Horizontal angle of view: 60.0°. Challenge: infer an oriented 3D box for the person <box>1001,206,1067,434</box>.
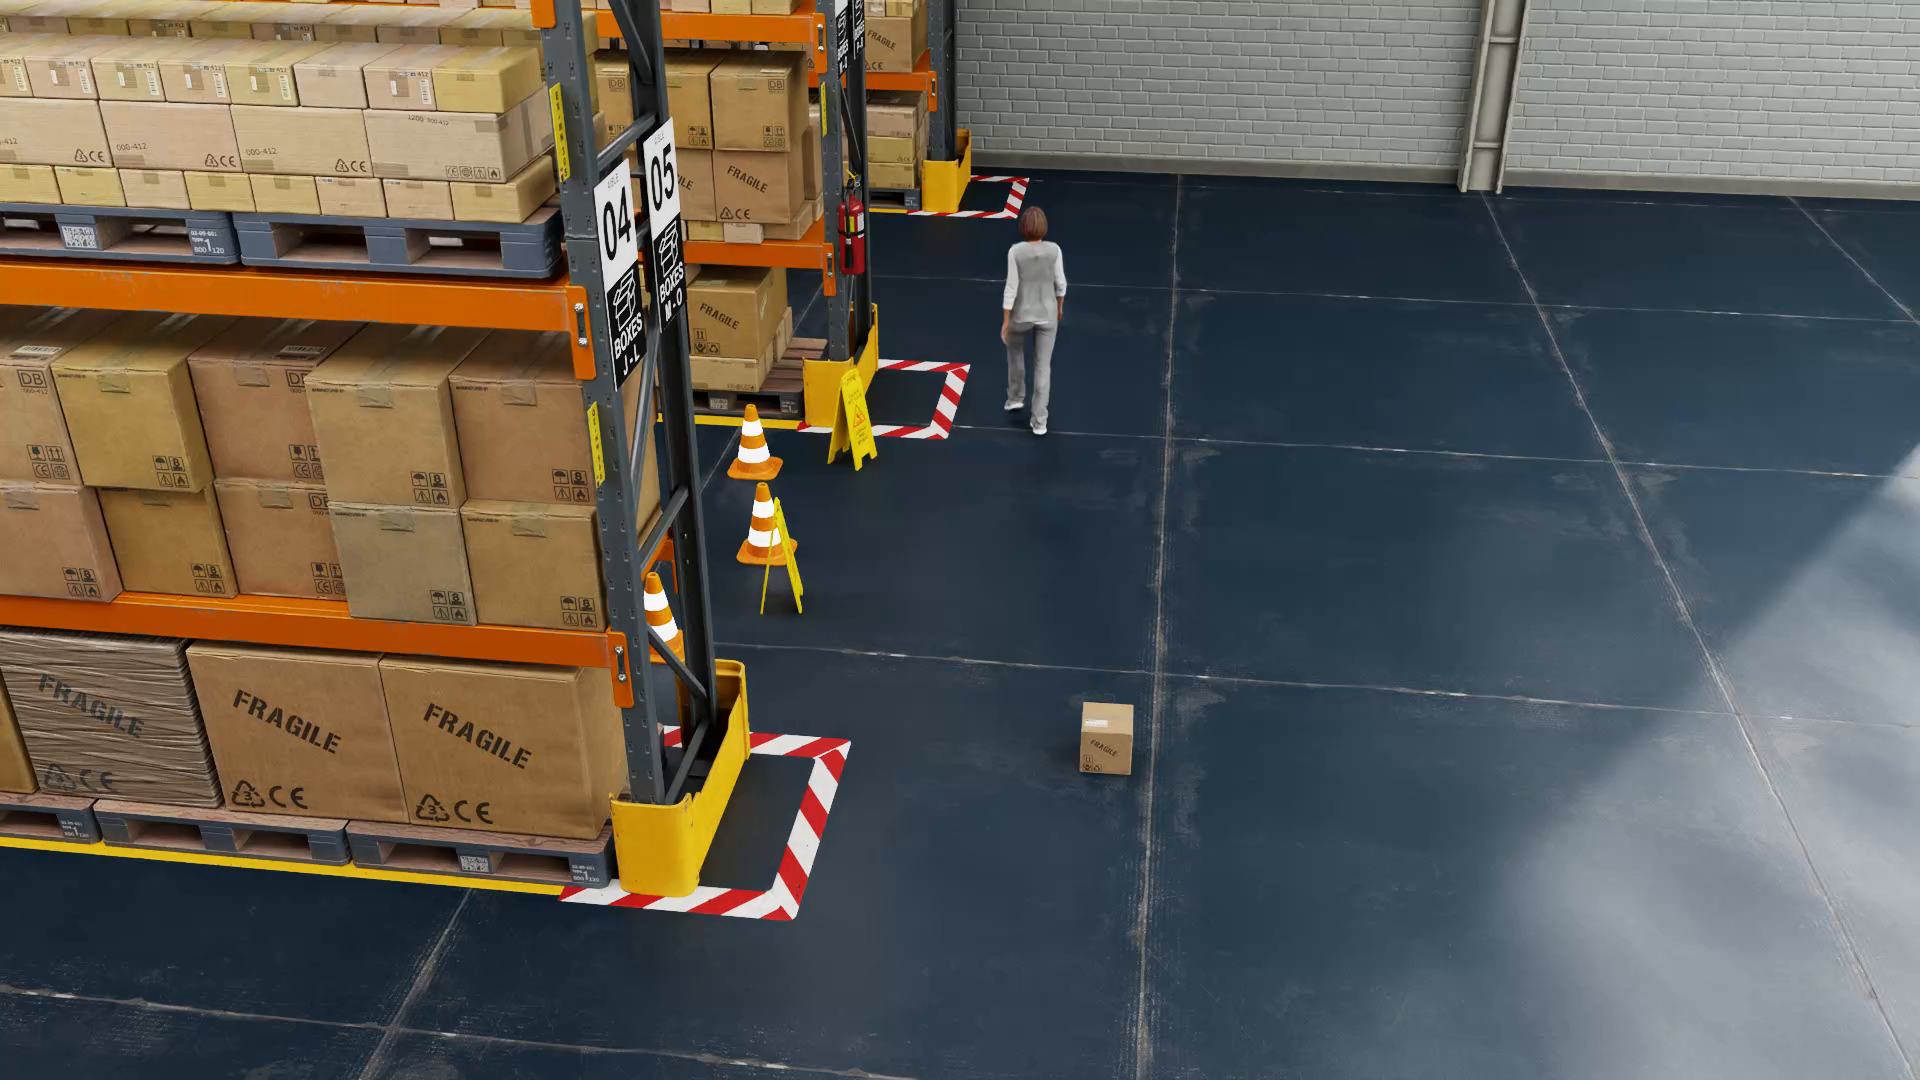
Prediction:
[{"bbox_3d":[0.497,-1.528,11.430,0.451,1.622,0.679,-1,29,-2],"label":"person"}]
